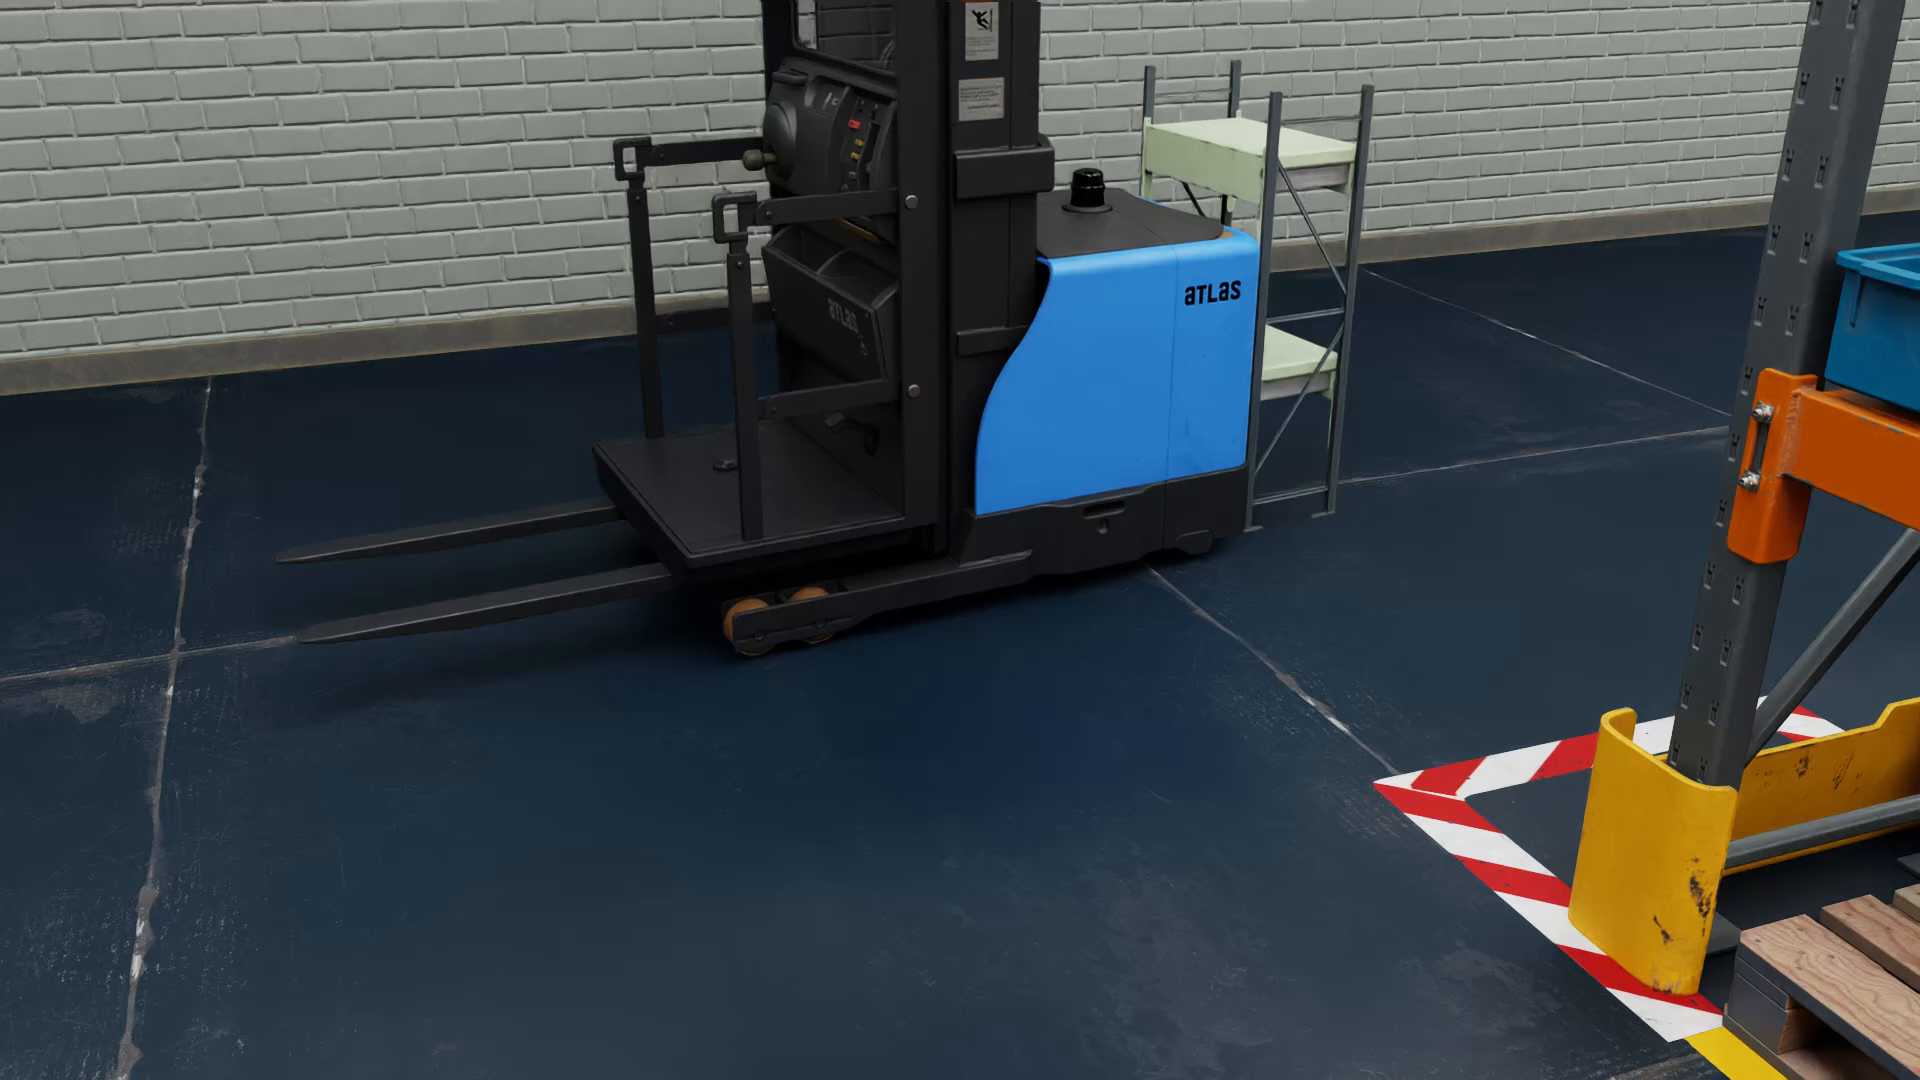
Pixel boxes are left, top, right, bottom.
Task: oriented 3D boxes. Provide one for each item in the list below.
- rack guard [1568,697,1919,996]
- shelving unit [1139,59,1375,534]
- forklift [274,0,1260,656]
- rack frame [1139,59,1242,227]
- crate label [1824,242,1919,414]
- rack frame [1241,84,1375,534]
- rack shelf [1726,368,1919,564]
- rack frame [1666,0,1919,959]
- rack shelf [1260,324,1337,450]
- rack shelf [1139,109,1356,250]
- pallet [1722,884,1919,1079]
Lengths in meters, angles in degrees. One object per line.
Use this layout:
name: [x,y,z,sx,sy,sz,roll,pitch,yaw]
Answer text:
rack guard: [1.954,0.590,3.706,1.175,0.500,0.348,-8,24,-19]
shelving unit: [0.996,-0.879,5.905,0.431,1.500,0.755,-11,25,-24]
forklift: [-0.582,-1.240,4.919,3.031,2.935,1.130,-11,25,-24]
rack frame: [0.832,-1.006,6.206,0.400,1.500,0.023,-11,25,-24]
crate label: [1.754,-0.370,2.905,0.416,0.233,0.303,-8,24,-19]
rack frame: [1.160,-0.752,5.603,0.400,1.500,0.023,-11,25,-24]
rack shelf: [2.681,0.504,1.619,1.077,0.370,4.000,-8,24,-19]
rack frame: [1.974,-0.555,3.204,1.000,3.000,0.127,-8,24,-19]
rack shelf: [0.996,-0.579,6.031,0.431,0.370,0.720,-11,25,-24]
rack shelf: [0.996,-1.239,5.753,0.431,0.370,0.720,-11,25,-24]
pallet: [2.230,1.035,3.022,1.003,0.211,1.213,-8,24,-19]
